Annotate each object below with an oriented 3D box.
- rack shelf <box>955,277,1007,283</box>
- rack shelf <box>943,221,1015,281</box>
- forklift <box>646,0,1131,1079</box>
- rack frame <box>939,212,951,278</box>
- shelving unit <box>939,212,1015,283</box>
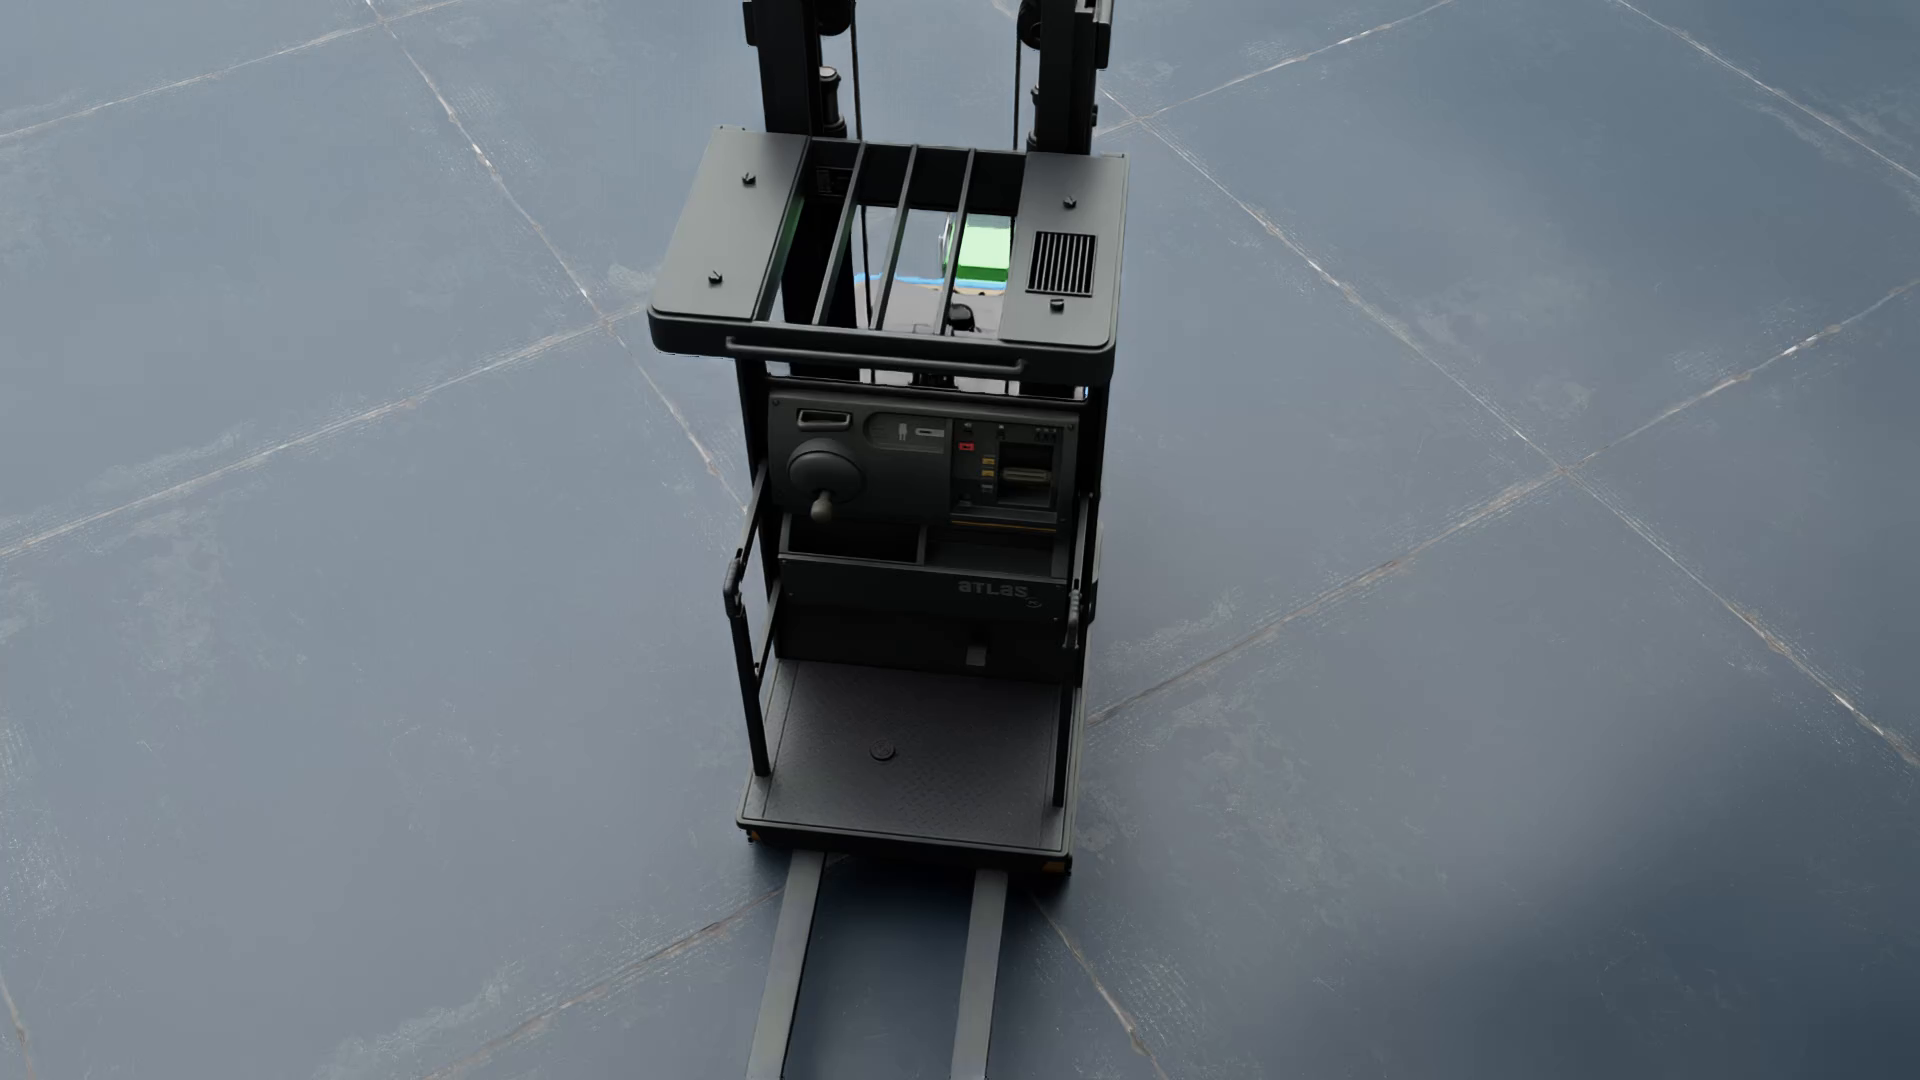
[{"bbox_3d":[0.188,-0.890,6.448,0.480,0.148,0.258,5,48,5],"label":"rack shelf"},{"bbox_3d":[0.188,-1.051,6.270,0.480,0.148,0.258,5,48,5],"label":"rack shelf"},{"bbox_3d":[-0.137,-0.124,4.843,1.130,2.935,3.031,5,49,5],"label":"forklift"},{"bbox_3d":[-0.054,-0.794,6.598,0.015,1.200,0.240,5,48,5],"label":"rack frame"},{"bbox_3d":[0.188,-0.772,6.578,0.503,1.200,0.258,5,48,5],"label":"shelving unit"}]
